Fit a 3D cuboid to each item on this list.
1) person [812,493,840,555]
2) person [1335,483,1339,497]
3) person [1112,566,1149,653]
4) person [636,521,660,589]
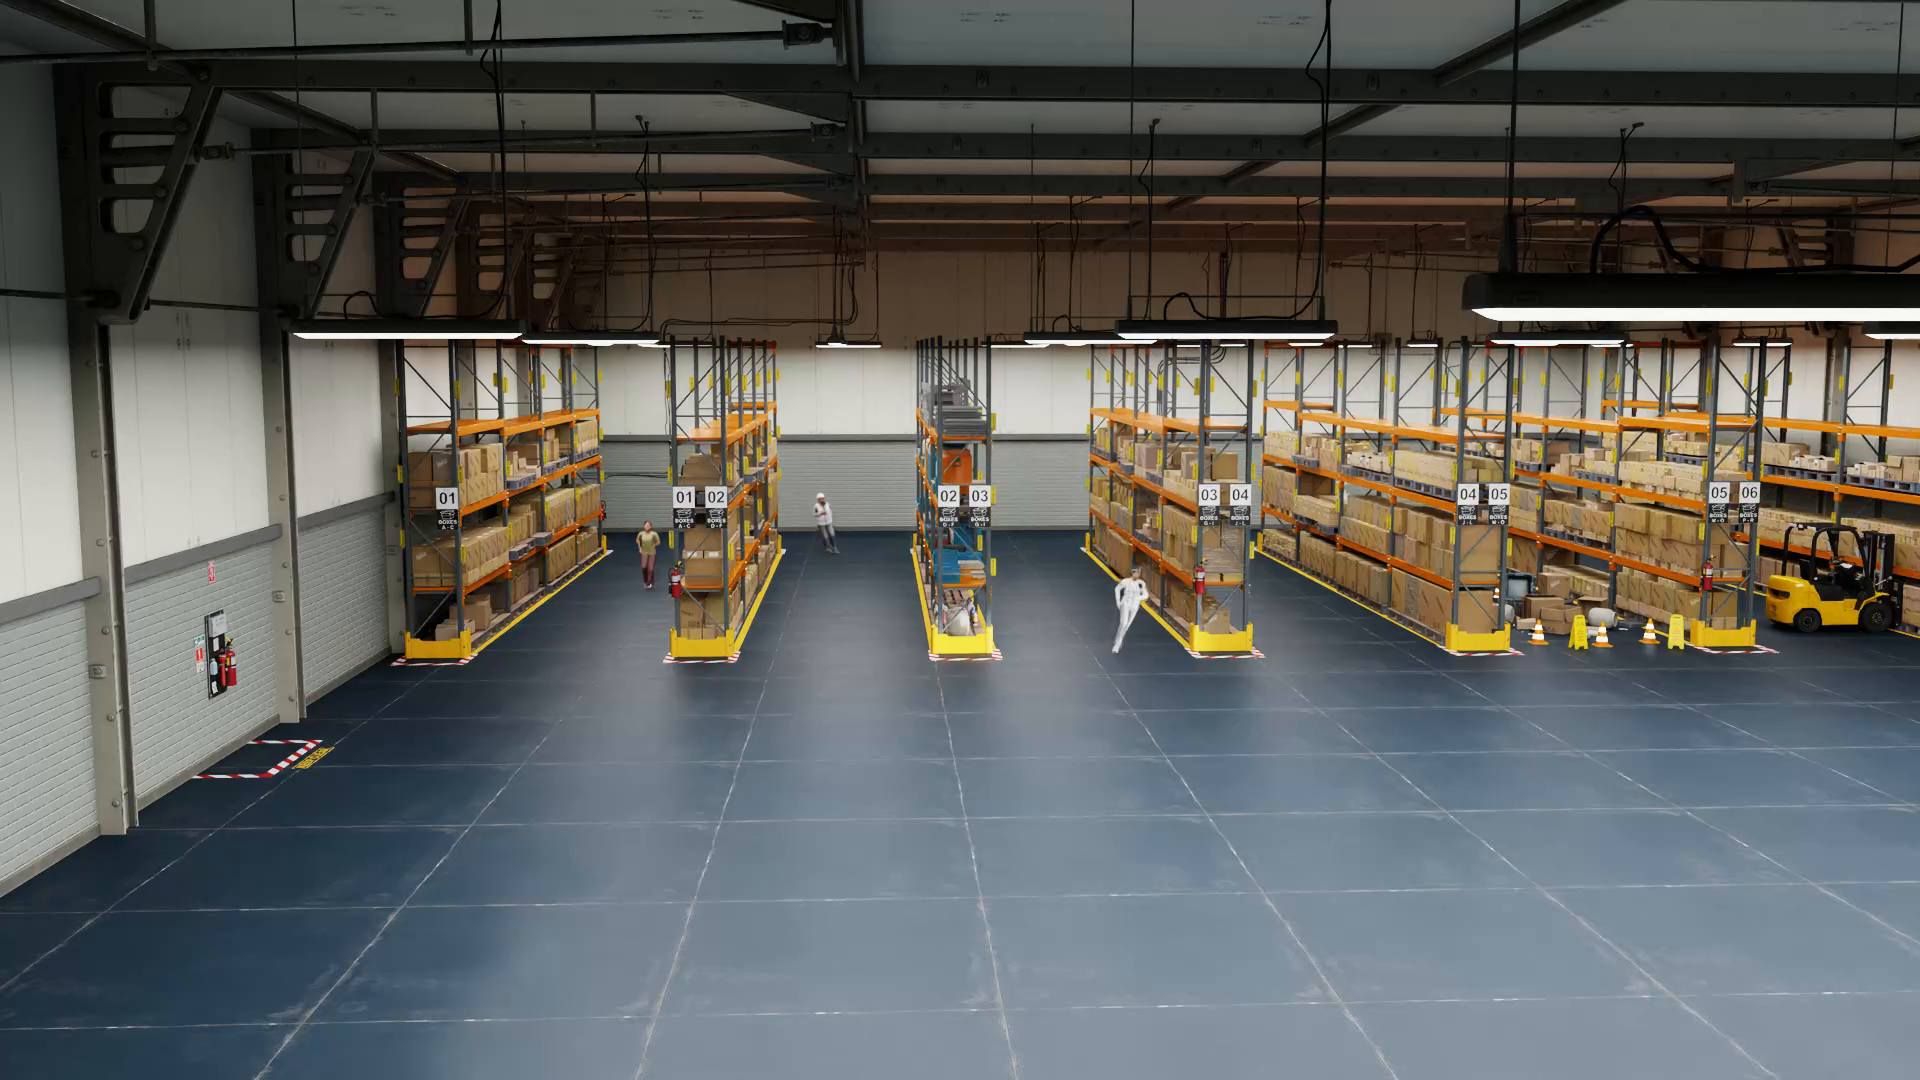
[{"bbox_3d":[-3.827,-0.458,46.956,0.757,1.772,0.693,-2,7,-19],"label":"person"},{"bbox_3d":[11.305,-0.865,50.243,0.897,1.748,0.707,-3,7,-23],"label":"person"},{"bbox_3d":[3.212,1.295,31.938,0.771,1.644,0.712,-1,7,-12],"label":"person"},{"bbox_3d":[-7.508,0.359,40.011,0.595,1.648,0.617,0,6,-2],"label":"person"}]
